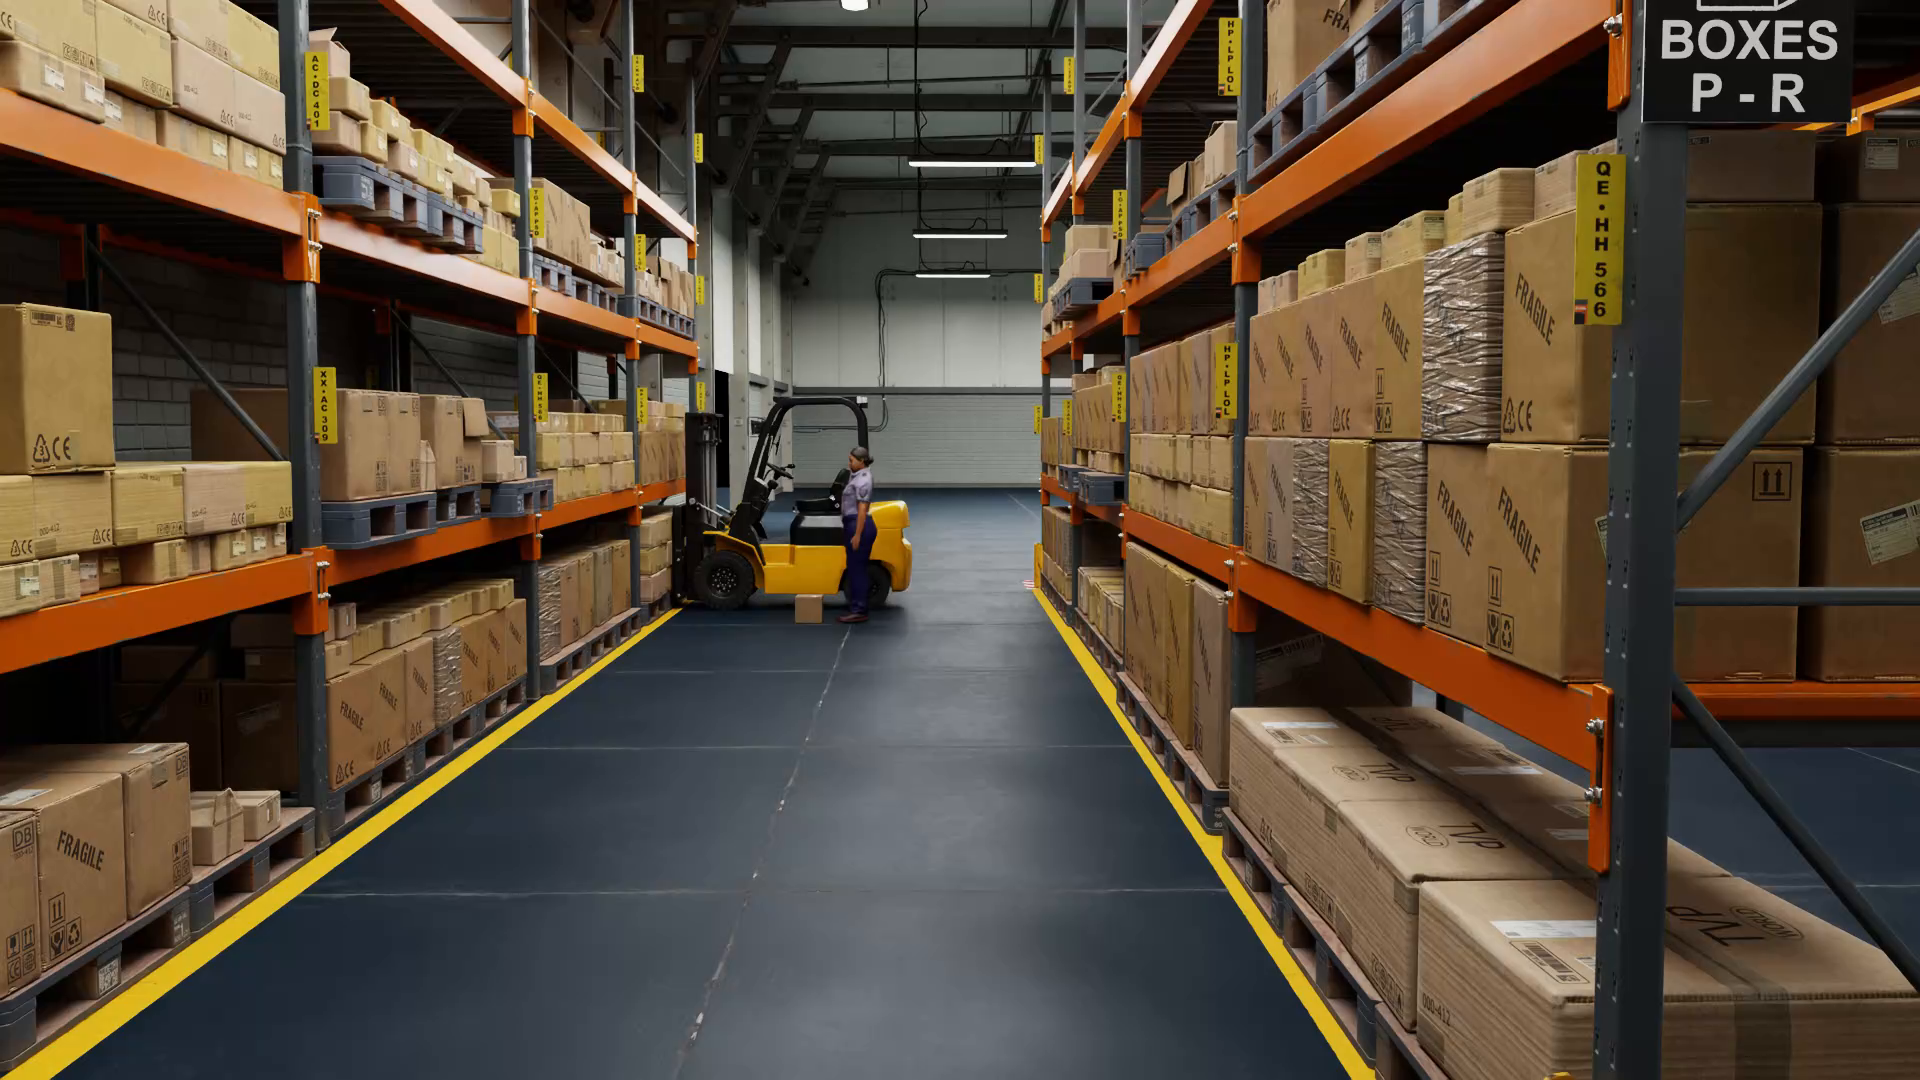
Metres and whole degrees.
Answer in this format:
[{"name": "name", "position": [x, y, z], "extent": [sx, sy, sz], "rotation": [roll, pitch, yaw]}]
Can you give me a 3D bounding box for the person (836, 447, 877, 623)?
[{"name": "person", "position": [-0.985, -0.046, 15.721], "extent": [0.400, 1.672, 0.484], "rotation": [0, 4, -1]}]
